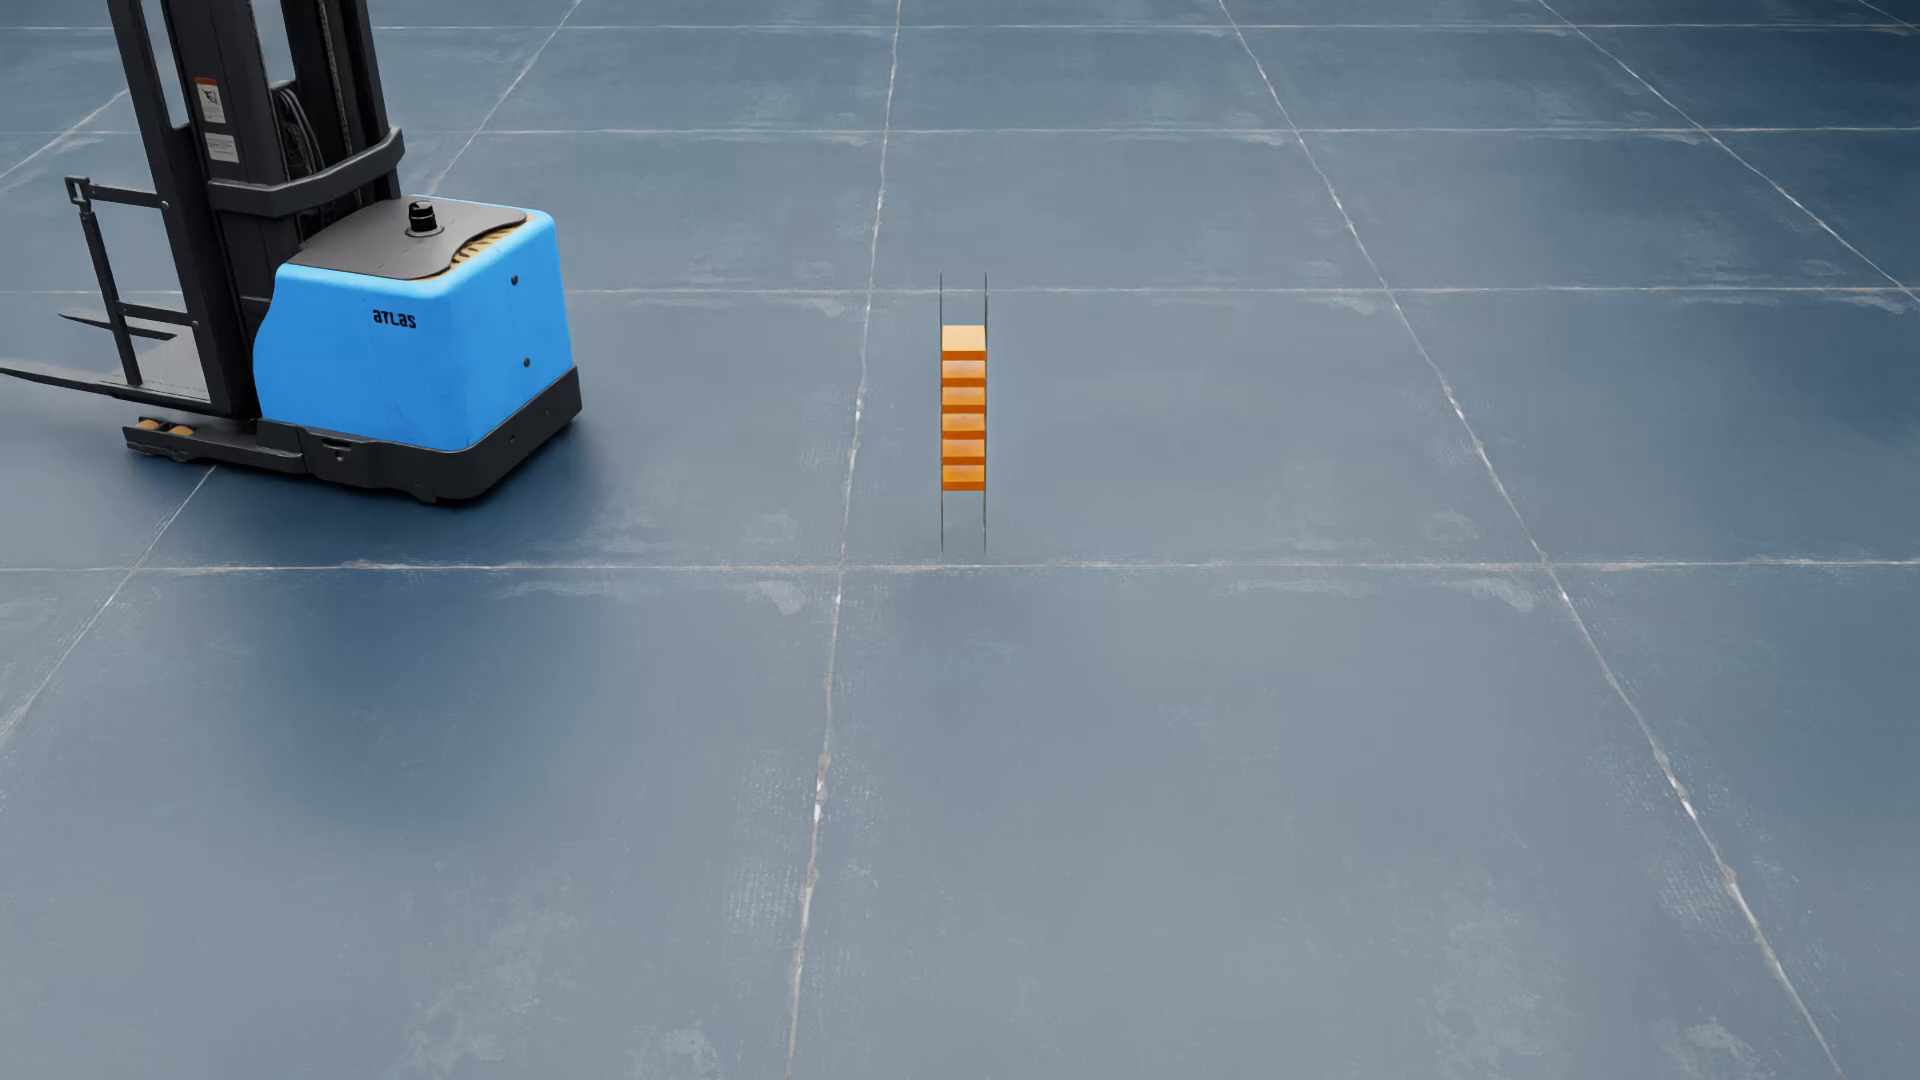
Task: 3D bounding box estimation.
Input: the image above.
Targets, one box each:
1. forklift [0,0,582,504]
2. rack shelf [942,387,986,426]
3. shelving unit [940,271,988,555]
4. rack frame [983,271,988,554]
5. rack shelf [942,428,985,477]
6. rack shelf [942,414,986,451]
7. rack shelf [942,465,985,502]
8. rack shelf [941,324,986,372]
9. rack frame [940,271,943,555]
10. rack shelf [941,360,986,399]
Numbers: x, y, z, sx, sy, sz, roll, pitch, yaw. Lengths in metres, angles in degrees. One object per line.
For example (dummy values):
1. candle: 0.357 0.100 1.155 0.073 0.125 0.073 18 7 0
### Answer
1. forklift: -3.431 -1.869 7.505 3.031 2.935 1.130 10 33 16
2. rack shelf: 0.014 -0.578 6.900 0.180 0.103 0.258 0 31 0
3. shelving unit: 0.014 -0.513 6.939 0.189 1.200 0.258 0 31 0
4. rack frame: 0.106 -0.513 6.939 0.006 1.200 0.240 0 31 0
5. rack shelf: 0.014 -0.372 7.024 0.180 0.103 0.258 0 31 0
6. rack shelf: 0.014 -0.475 6.962 0.180 0.103 0.258 0 31 0
7. rack shelf: 0.014 -0.270 7.086 0.180 0.103 0.258 0 31 0
8. rack shelf: 0.014 -0.783 6.775 0.180 0.103 0.258 0 31 0
9. rack frame: -0.077 -0.513 6.938 0.006 1.200 0.240 0 31 0
10. rack shelf: 0.014 -0.680 6.837 0.180 0.103 0.258 0 31 0
